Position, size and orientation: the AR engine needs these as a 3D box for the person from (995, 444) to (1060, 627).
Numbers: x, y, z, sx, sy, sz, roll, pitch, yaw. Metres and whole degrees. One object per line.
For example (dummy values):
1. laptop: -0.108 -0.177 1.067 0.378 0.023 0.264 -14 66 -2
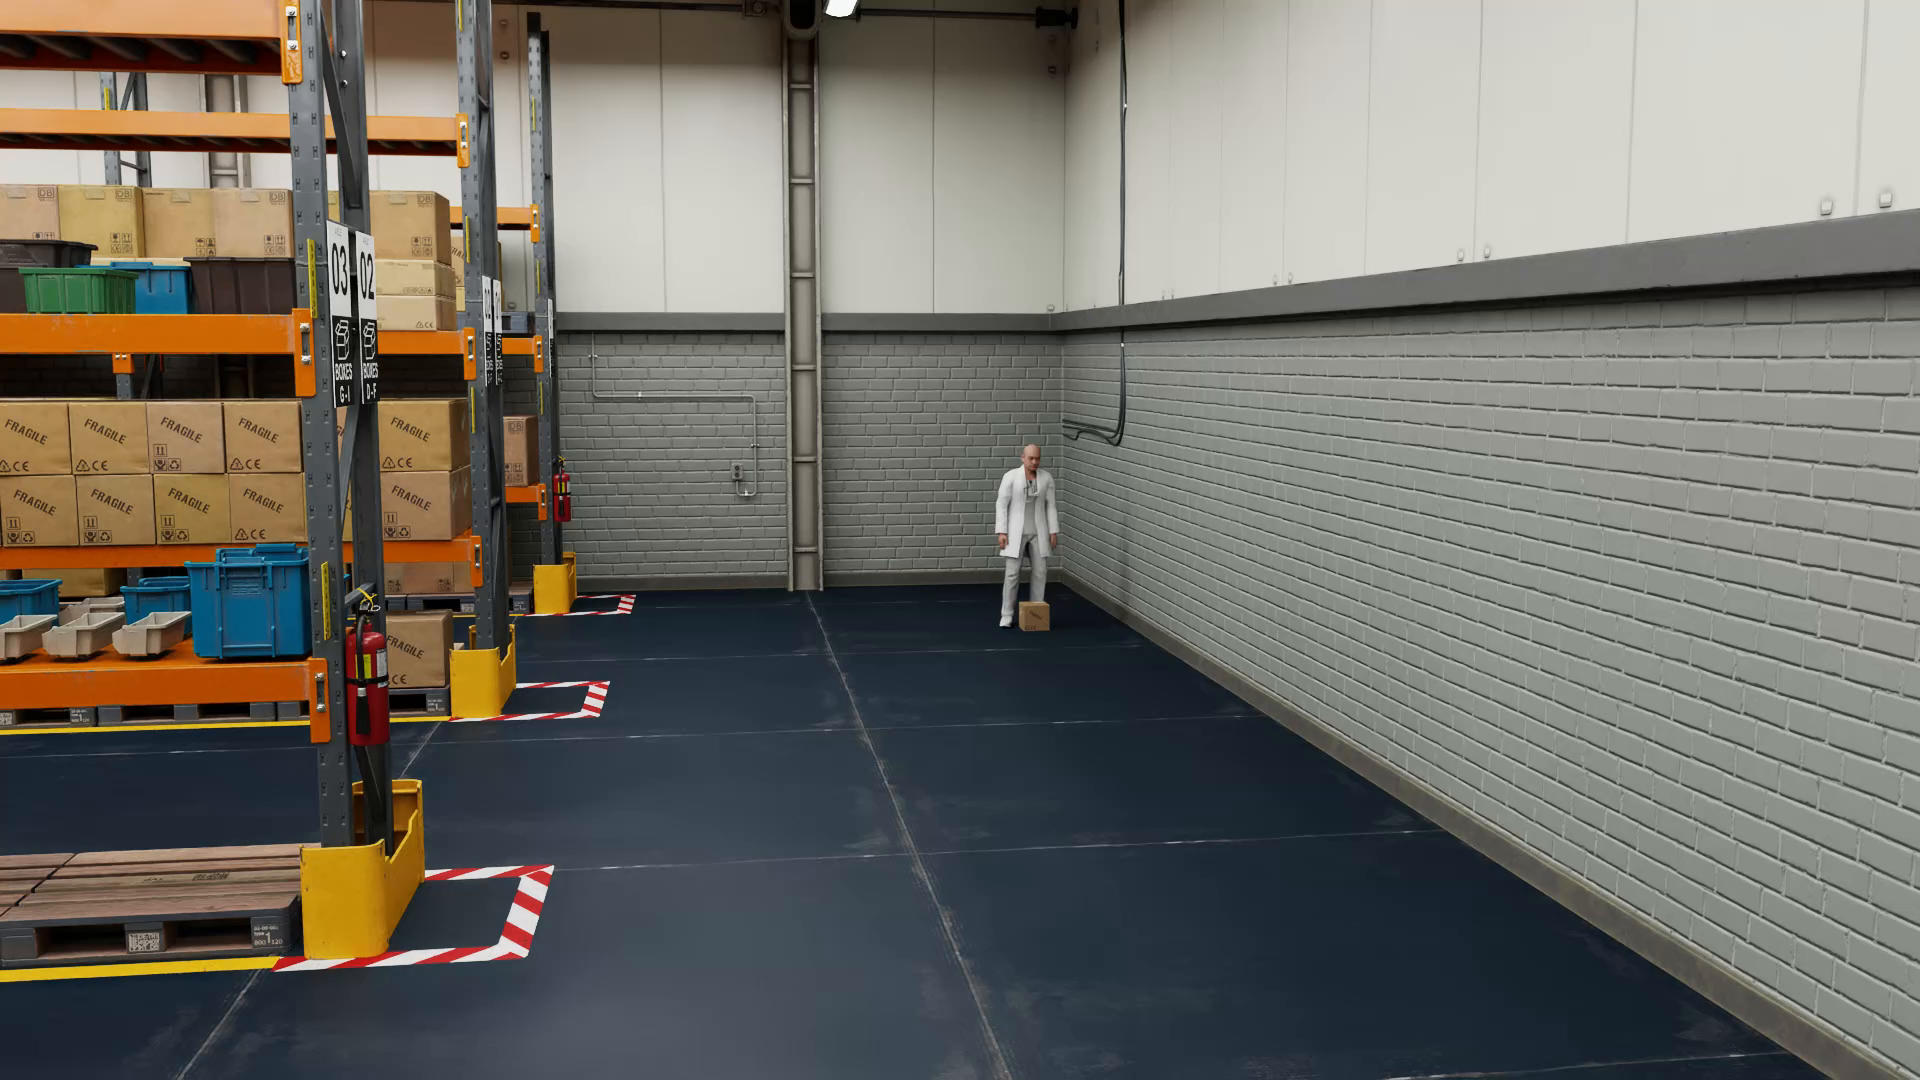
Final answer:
1. person: 0.662 -0.048 16.212 0.649 1.773 0.433 -1 6 -12
